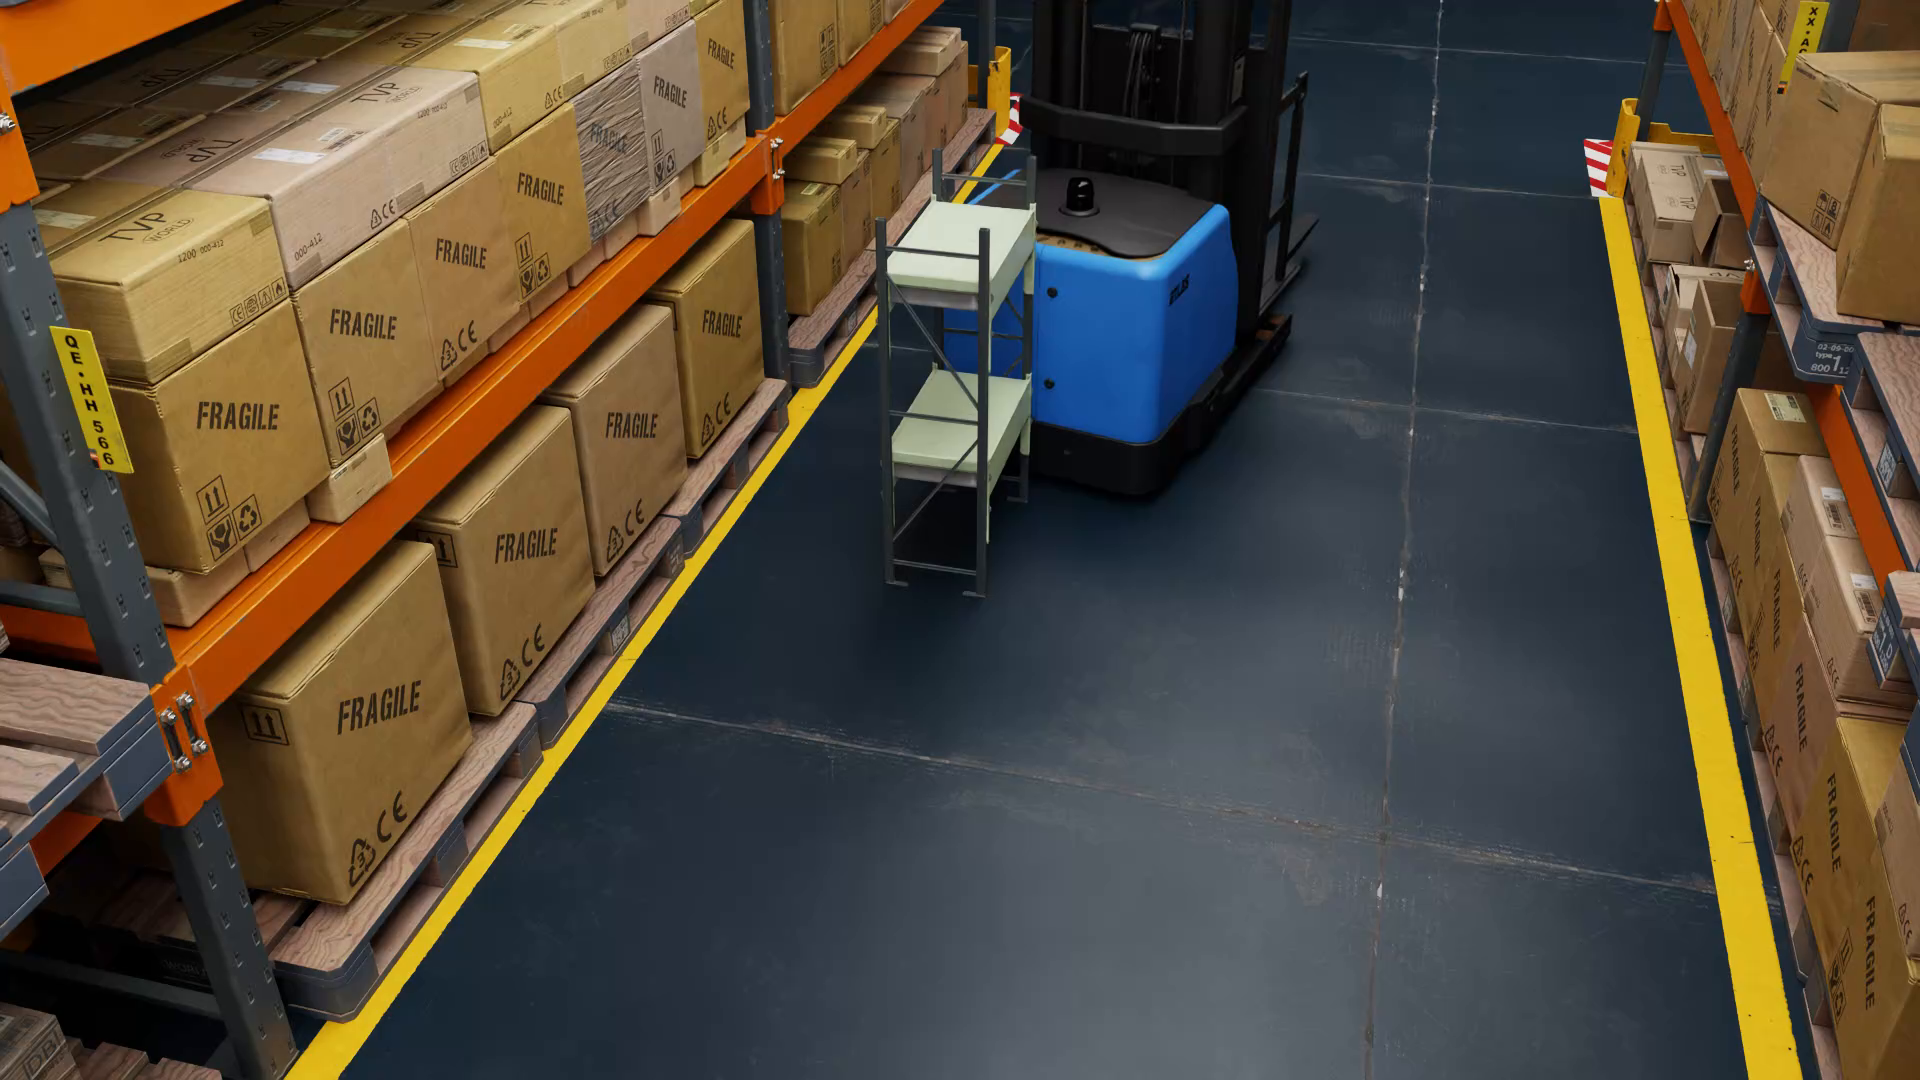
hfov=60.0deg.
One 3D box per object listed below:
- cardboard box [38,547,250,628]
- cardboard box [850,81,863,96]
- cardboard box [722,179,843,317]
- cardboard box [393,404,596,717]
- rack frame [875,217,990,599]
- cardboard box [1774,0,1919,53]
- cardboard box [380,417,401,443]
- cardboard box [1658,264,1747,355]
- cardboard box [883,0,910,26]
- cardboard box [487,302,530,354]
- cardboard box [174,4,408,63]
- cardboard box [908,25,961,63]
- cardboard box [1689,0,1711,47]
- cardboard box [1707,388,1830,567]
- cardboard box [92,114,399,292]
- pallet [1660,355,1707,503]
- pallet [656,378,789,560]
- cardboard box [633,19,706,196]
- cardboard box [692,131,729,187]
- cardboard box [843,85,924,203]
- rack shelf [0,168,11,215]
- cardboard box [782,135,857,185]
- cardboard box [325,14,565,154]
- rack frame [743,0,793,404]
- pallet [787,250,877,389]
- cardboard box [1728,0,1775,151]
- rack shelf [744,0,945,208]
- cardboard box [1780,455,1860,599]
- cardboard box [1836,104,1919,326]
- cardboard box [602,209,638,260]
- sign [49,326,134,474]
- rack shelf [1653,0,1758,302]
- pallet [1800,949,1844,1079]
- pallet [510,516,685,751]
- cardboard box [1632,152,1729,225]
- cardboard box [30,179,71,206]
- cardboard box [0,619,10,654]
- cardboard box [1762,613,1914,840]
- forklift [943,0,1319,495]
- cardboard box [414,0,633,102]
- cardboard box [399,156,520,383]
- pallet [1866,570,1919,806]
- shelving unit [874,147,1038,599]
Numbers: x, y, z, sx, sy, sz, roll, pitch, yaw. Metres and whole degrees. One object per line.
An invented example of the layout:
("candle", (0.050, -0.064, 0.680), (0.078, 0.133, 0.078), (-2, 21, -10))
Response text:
("cardboard box", (-1.992, 0.062, 4.072), (0.380, 0.149, 0.250), (8, 33, 12))
("cardboard box", (-0.768, -2.634, 9.431), (0.380, 0.149, 0.250), (8, 33, 13))
("cardboard box", (-0.996, -1.468, 8.202), (0.700, 0.500, 0.500), (8, 33, 13))
("cardboard box", (-1.758, 0.016, 5.541), (0.750, 0.750, 0.750), (8, 33, 12))
("rack frame", (-0.095, -0.440, 6.043), (0.400, 1.500, 0.023), (8, 33, 12))
("cardboard box", (3.386, -2.061, 6.171), (0.500, 0.500, 0.500), (8, 33, 13))
("cardboard box", (-1.826, -0.341, 4.706), (0.380, 0.149, 0.250), (8, 33, 12))
("cardboard box", (3.568, -1.074, 7.740), (0.500, 0.311, 0.500), (8, 33, 12))
("cardboard box", (-0.766, -3.135, 8.606), (0.980, 0.700, 0.700), (6, 33, 10))
("cardboard box", (-1.614, -0.735, 5.326), (0.380, 0.149, 0.250), (8, 33, 13))
("cardboard box", (-2.039, -1.458, 5.159), (0.500, 0.250, 0.500), (7, 33, 11))
("cardboard box", (-0.207, -2.975, 9.968), (0.380, 0.149, 0.250), (8, 33, 12))
("cardboard box", (3.899, -2.694, 8.099), (0.500, 0.500, 0.500), (8, 33, 12))
("cardboard box", (3.149, -0.212, 6.208), (0.500, 0.500, 0.500), (7, 33, 10))
("cardboard box", (-1.800, -0.868, 4.232), (0.500, 0.250, 0.500), (8, 33, 12))
("pallet", (3.683, -0.479, 7.307), (1.003, 0.211, 1.213), (8, 33, 12))
("pallet", (-1.408, -0.385, 7.158), (1.003, 0.211, 1.213), (8, 33, 12))
("cardboard box", (-1.278, -1.608, 6.095), (0.500, 0.500, 0.500), (8, 33, 13))
("cardboard box", (-1.138, -1.526, 6.570), (0.380, 0.149, 0.250), (9, 33, 13))
("cardboard box", (-0.605, -2.272, 9.467), (0.700, 0.500, 0.500), (7, 33, 11))
("rack shelf", (-2.808, 0.179, 1.547), (1.077, 0.370, 4.000), (8, 33, 12))
("cardboard box", (-0.732, -1.895, 8.269), (0.380, 0.149, 0.250), (9, 34, 14))
("cardboard box", (-1.553, -1.394, 5.059), (0.500, 0.250, 0.500), (7, 33, 11))
("rack frame", (-1.285, -1.972, 7.056), (1.000, 3.000, 0.127), (8, 33, 12))
("pallet", (-1.016, -1.179, 8.408), (1.003, 0.211, 1.213), (8, 33, 12))
("cardboard box", (3.516, -1.904, 6.855), (0.500, 0.500, 0.500), (9, 34, 14))
("rack shelf", (-0.777, -2.706, 8.882), (1.077, 0.370, 4.000), (8, 33, 12))
("cardboard box", (2.895, -0.010, 5.191), (0.500, 0.250, 0.500), (8, 33, 12))
("cardboard box", (3.058, -0.938, 4.945), (0.700, 0.500, 0.500), (13, 35, 20))
("cardboard box", (-1.384, -1.135, 5.955), (0.380, 0.149, 0.250), (8, 33, 12))
("sign", (-1.773, -0.282, 3.393), (0.100, 0.325, 0.005), (8, 33, 12))
("rack shelf", (4.015, -2.034, 7.824), (1.077, 0.370, 4.000), (8, 33, 12))
("pallet", (2.719, 1.571, 4.082), (1.003, 0.211, 1.213), (8, 33, 12))
("pallet", (-1.715, 0.251, 6.159), (1.003, 0.211, 1.213), (8, 33, 12))
("cardboard box", (3.983, -1.897, 9.092), (0.500, 0.250, 0.500), (8, 33, 12))
("cardboard box", (-2.436, -0.660, 3.903), (0.500, 0.250, 0.500), (9, 34, 14))
("cardboard box", (-2.410, 0.121, 3.260), (0.700, 0.500, 0.500), (4, 33, 7))
("cardboard box", (2.762, 0.586, 4.951), (0.500, 0.500, 0.500), (7, 33, 11))
("forklift", (0.993, -2.194, 7.469), (1.130, 2.935, 3.031), (15, 35, 22))
("cardboard box", (-1.424, -1.659, 5.475), (0.500, 0.250, 0.500), (9, 33, 13))
("cardboard box", (-1.660, -0.818, 4.851), (0.500, 0.500, 0.500), (8, 33, 12))
("pallet", (2.597, 0.496, 3.353), (1.213, 0.211, 1.003), (8, 33, 12))
("shelving unit", (-0.002, -0.629, 6.342), (0.431, 1.500, 0.755), (8, 33, 12))
